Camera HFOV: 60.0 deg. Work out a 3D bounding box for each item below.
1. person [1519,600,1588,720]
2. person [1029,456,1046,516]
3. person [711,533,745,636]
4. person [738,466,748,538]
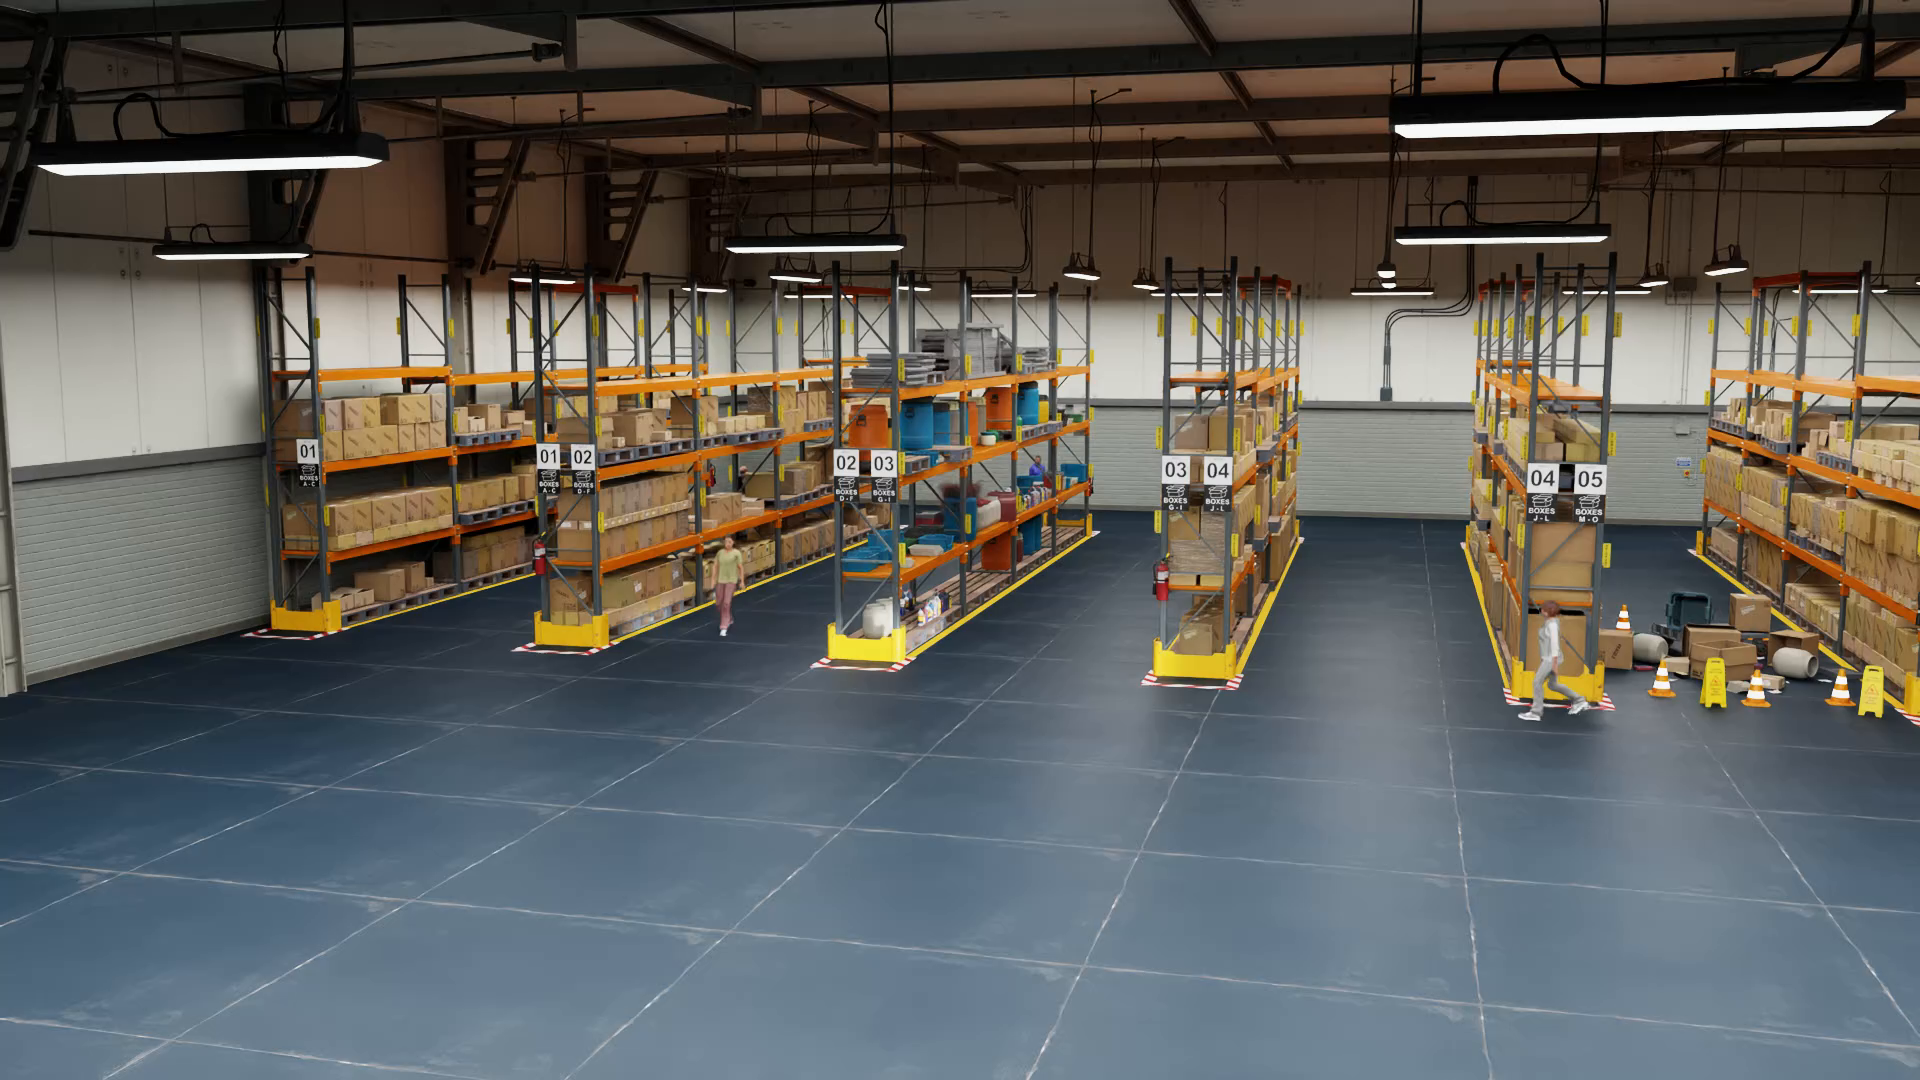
[{"bbox_3d":[7.589,1.534,21.188,0.847,1.560,0.416,2,8,15],"label":"person"},{"bbox_3d":[2.090,-1.480,44.637,0.447,1.582,1.076,-4,8,-28],"label":"person"},{"bbox_3d":[-3.839,0.726,27.498,0.518,1.694,0.660,1,7,10],"label":"person"},{"bbox_3d":[-5.222,-0.910,39.924,0.476,1.724,0.566,-5,9,-35],"label":"person"}]
